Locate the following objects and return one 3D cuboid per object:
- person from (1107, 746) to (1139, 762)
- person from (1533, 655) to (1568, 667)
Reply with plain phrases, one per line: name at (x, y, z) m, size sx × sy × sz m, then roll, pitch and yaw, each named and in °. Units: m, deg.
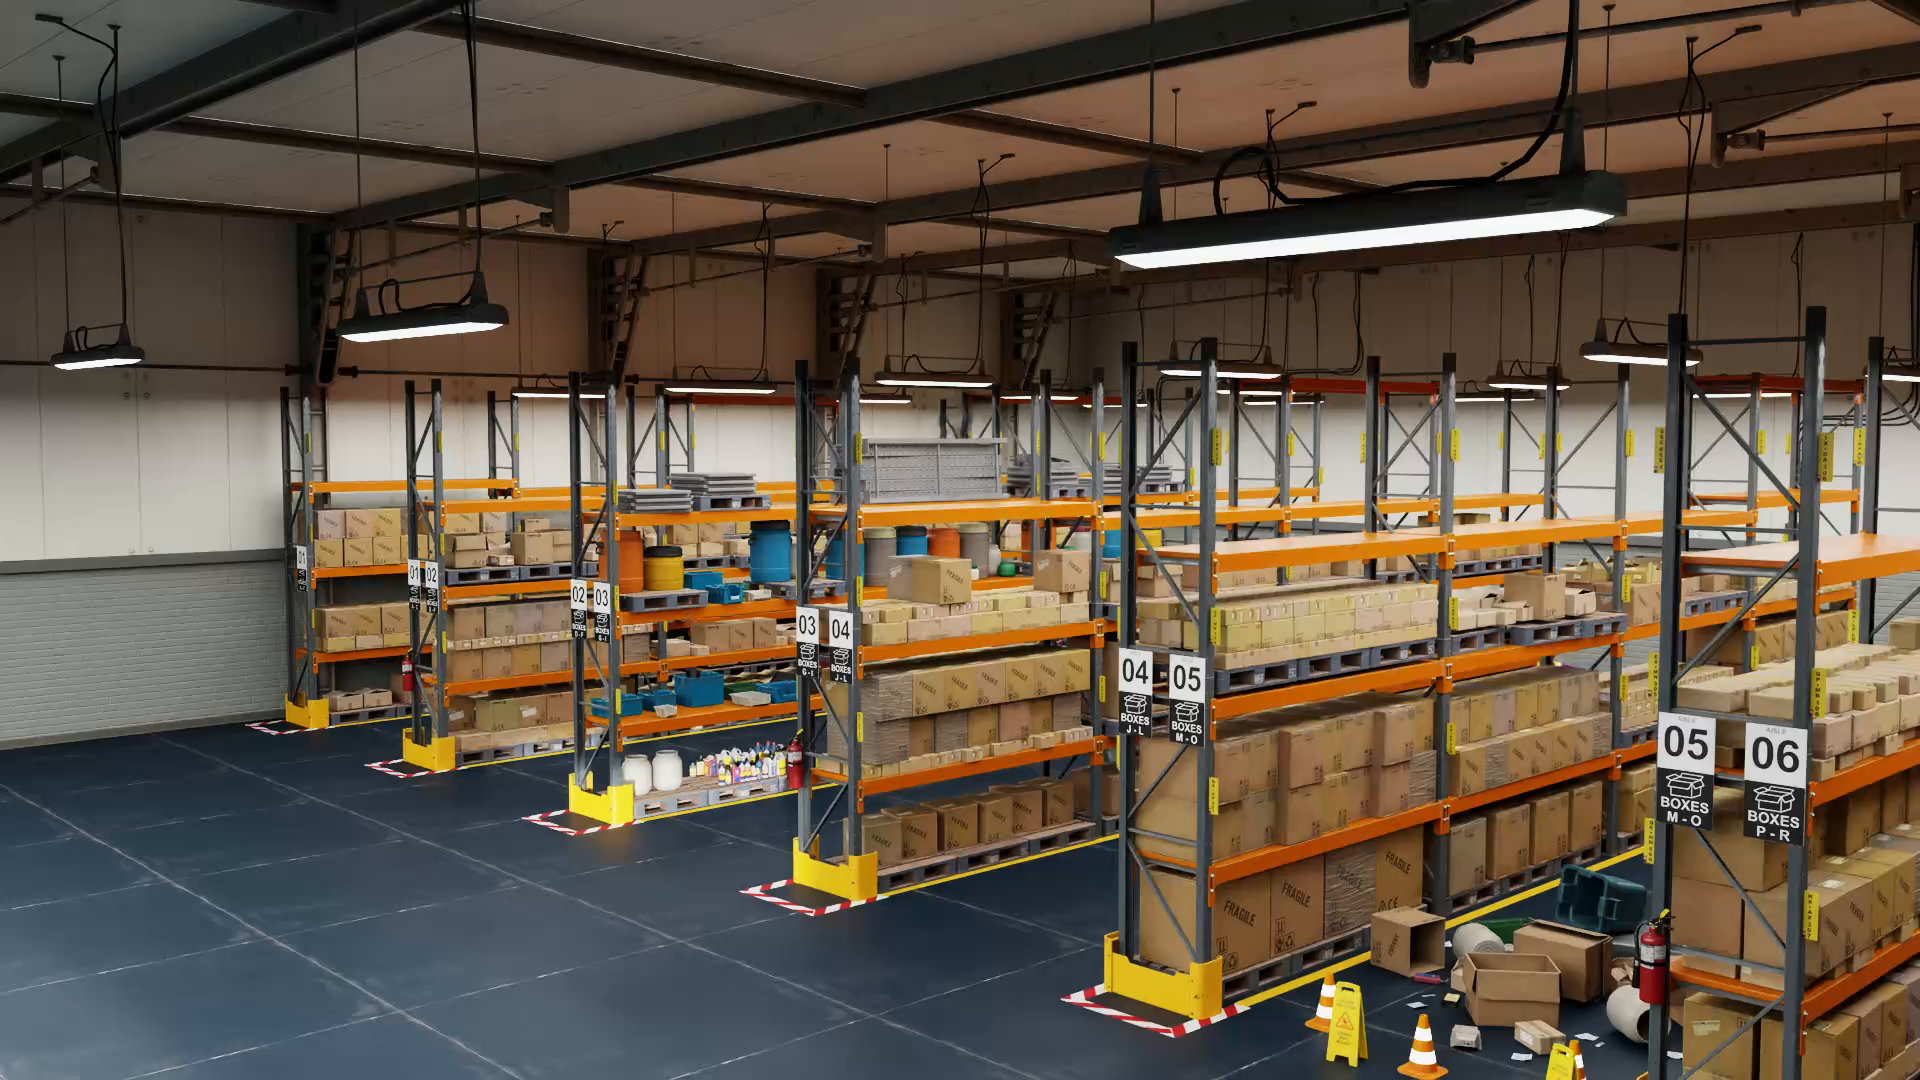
person at (2.455, 2.710, 24.831) m, size 0.880 × 1.772 × 0.662 m, roll -4°, pitch 5°, yaw -45°
person at (9.518, 2.570, 26.815) m, size 0.681 × 1.753 × 0.955 m, roll 3°, pitch 5°, yaw 41°
